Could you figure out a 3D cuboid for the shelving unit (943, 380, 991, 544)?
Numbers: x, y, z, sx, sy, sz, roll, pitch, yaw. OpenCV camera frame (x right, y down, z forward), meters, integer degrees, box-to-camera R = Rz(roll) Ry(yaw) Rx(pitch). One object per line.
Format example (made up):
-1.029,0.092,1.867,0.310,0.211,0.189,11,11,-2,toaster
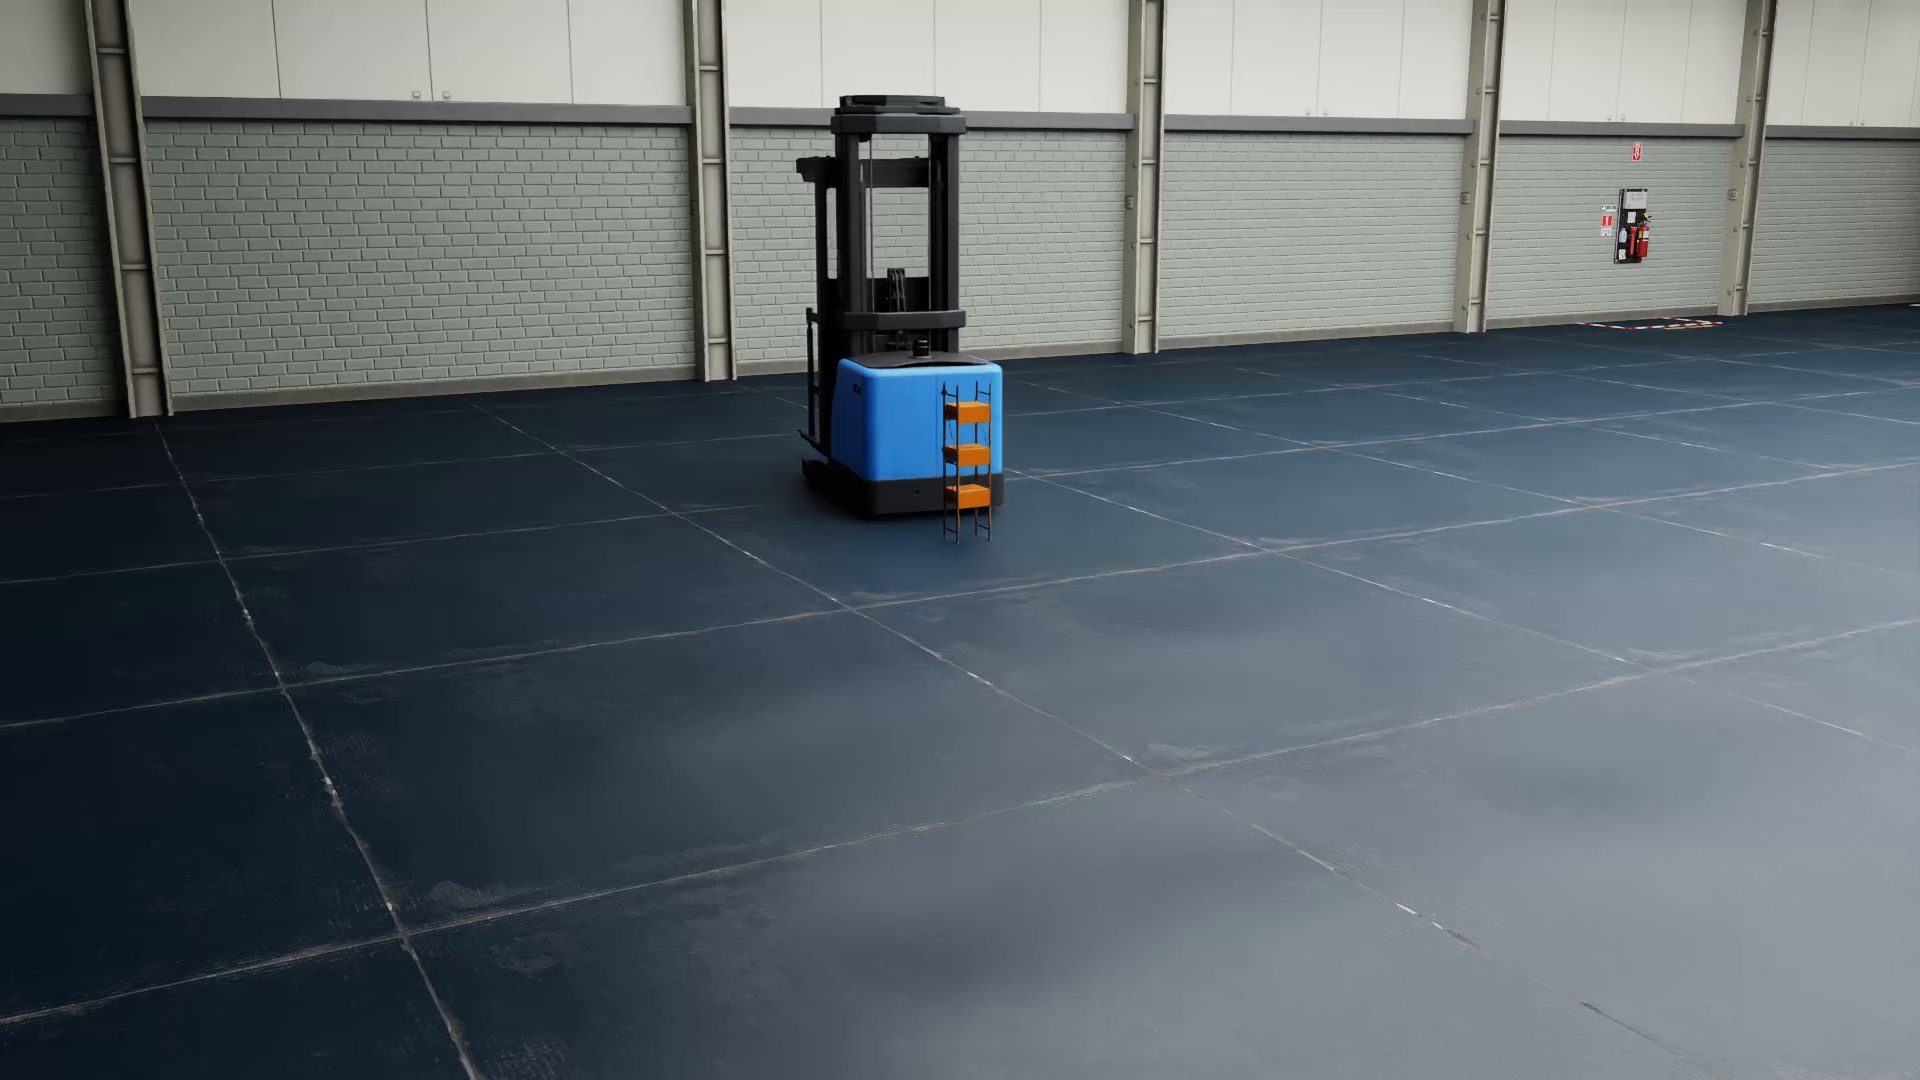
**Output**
0.047,-0.518,11.019,0.252,1.050,0.215,-7,14,-28,shelving unit

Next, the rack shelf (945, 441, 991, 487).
0.047,-0.507,11.021,0.240,0.259,0.215,-7,14,-28,rack shelf

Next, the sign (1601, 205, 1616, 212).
10.230,-5.228,26.220,0.331,0.109,0.001,-7,14,-28,sign

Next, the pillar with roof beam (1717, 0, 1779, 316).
15.007,-7.341,23.235,0.400,9.000,9.100,-7,14,-28,pillar with roof beam

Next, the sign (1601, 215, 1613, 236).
10.222,-4.971,26.283,0.234,0.329,0.001,-7,14,-28,sign

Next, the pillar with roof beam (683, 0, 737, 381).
-0.793,-5.448,14.821,0.400,9.000,9.100,-7,14,-28,pillar with roof beam

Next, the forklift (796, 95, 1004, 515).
-0.618,-1.883,12.802,1.130,2.935,3.031,-4,13,-17,forklift

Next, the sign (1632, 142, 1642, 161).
10.702,-6.141,26.284,0.199,0.298,0.001,-7,14,-28,sign

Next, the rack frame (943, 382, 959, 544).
-0.060,-0.505,10.962,0.008,1.050,0.200,-7,14,-28,rack frame

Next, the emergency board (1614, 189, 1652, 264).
10.757,-4.992,26.457,0.643,1.169,0.194,-7,14,-28,emergency board

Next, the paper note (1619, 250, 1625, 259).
10.568,-4.557,26.530,0.142,0.148,0.016,-7,14,-28,paper note

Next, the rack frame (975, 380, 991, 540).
0.154,-0.531,11.076,0.008,1.050,0.200,-7,14,-28,rack frame

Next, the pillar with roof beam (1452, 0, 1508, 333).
9.740,-6.710,20.430,0.400,9.000,9.100,-7,14,-28,pillar with roof beam

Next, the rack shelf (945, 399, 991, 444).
0.047,-0.784,10.959,0.240,0.259,0.215,-7,14,-28,rack shelf

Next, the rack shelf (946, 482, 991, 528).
0.047,-0.236,11.082,0.240,0.259,0.215,-7,14,-28,rack shelf

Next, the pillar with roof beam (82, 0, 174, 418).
-6.059,-4.817,12.016,0.400,9.000,9.100,-7,14,-28,pillar with roof beam

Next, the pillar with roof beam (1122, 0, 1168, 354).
4.474,-6.079,17.625,0.400,9.000,9.100,-7,14,-28,pillar with roof beam
